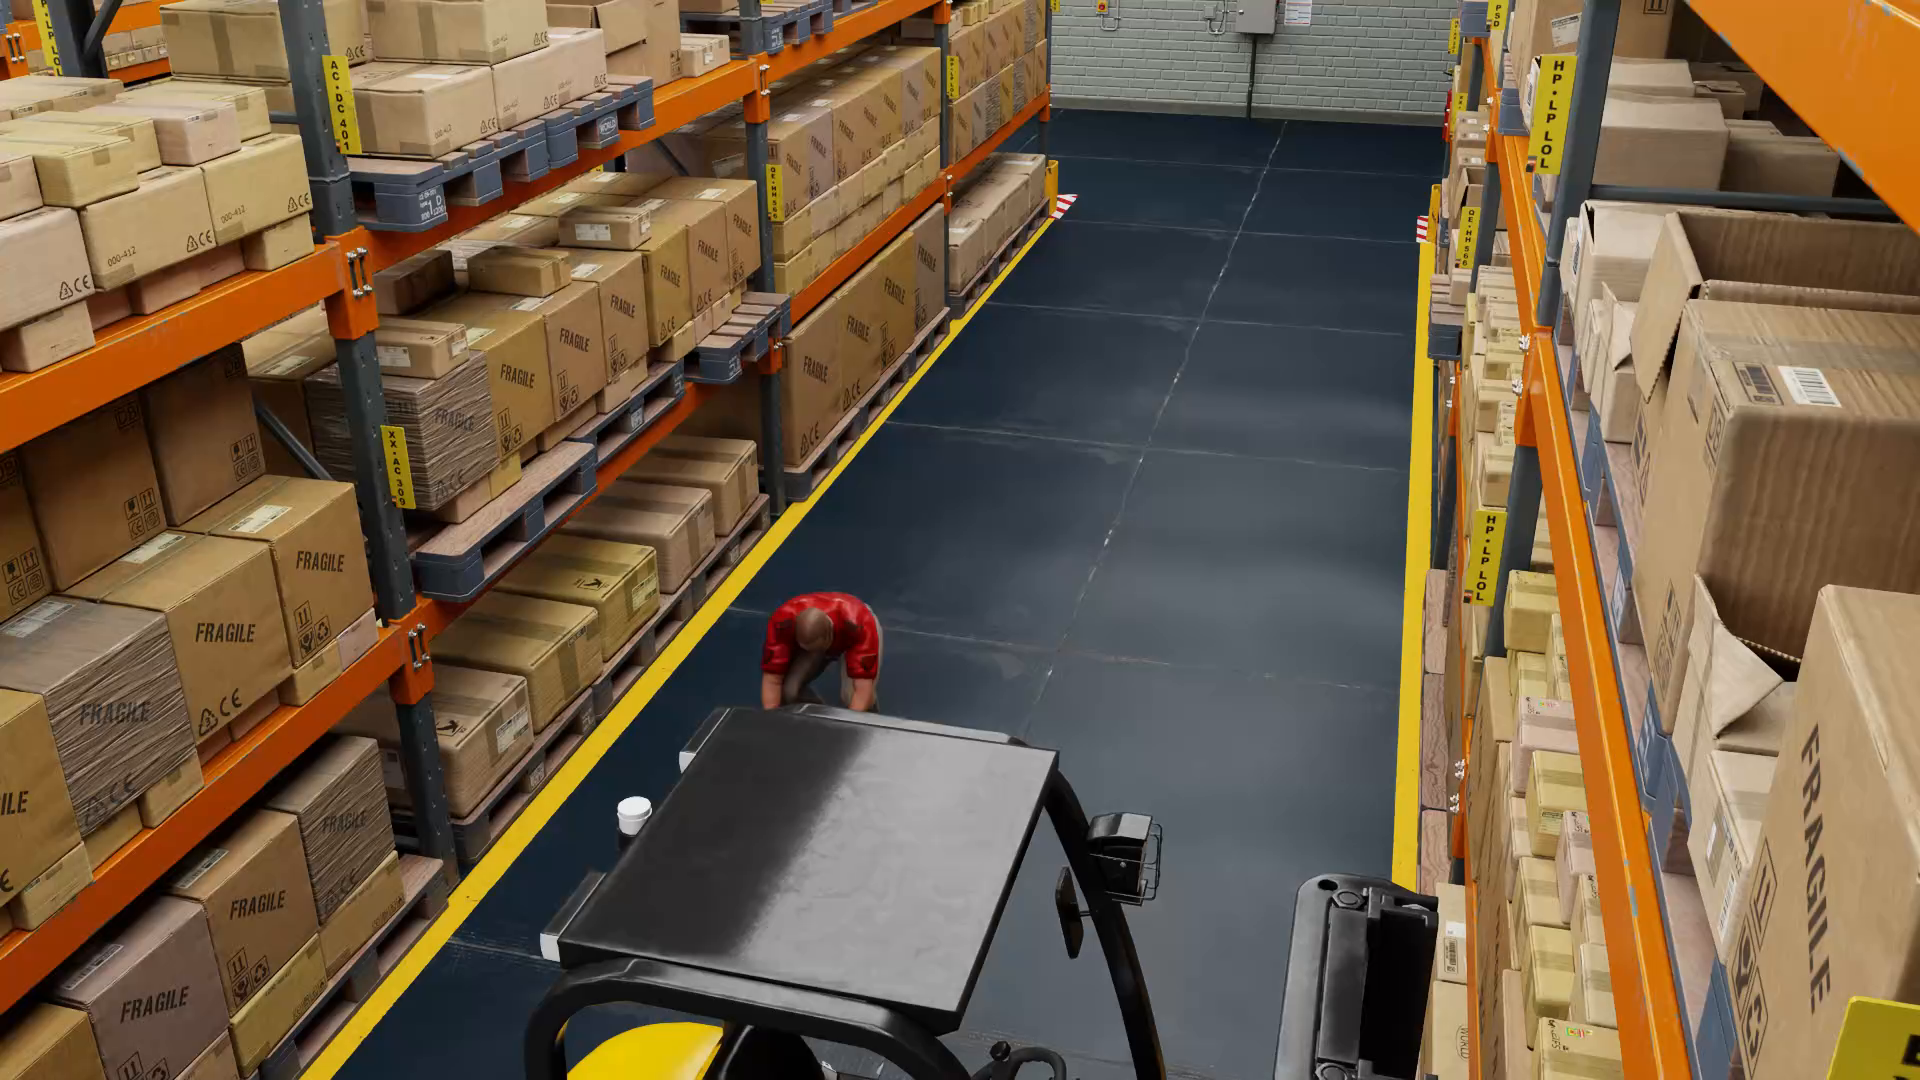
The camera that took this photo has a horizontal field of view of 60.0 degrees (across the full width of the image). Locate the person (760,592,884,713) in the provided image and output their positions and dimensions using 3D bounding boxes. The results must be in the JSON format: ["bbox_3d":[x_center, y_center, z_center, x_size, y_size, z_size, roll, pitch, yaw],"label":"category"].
[{"bbox_3d":[-0.614,0.595,7.785,0.571,0.948,0.886,6,26,13],"label":"person"}]
